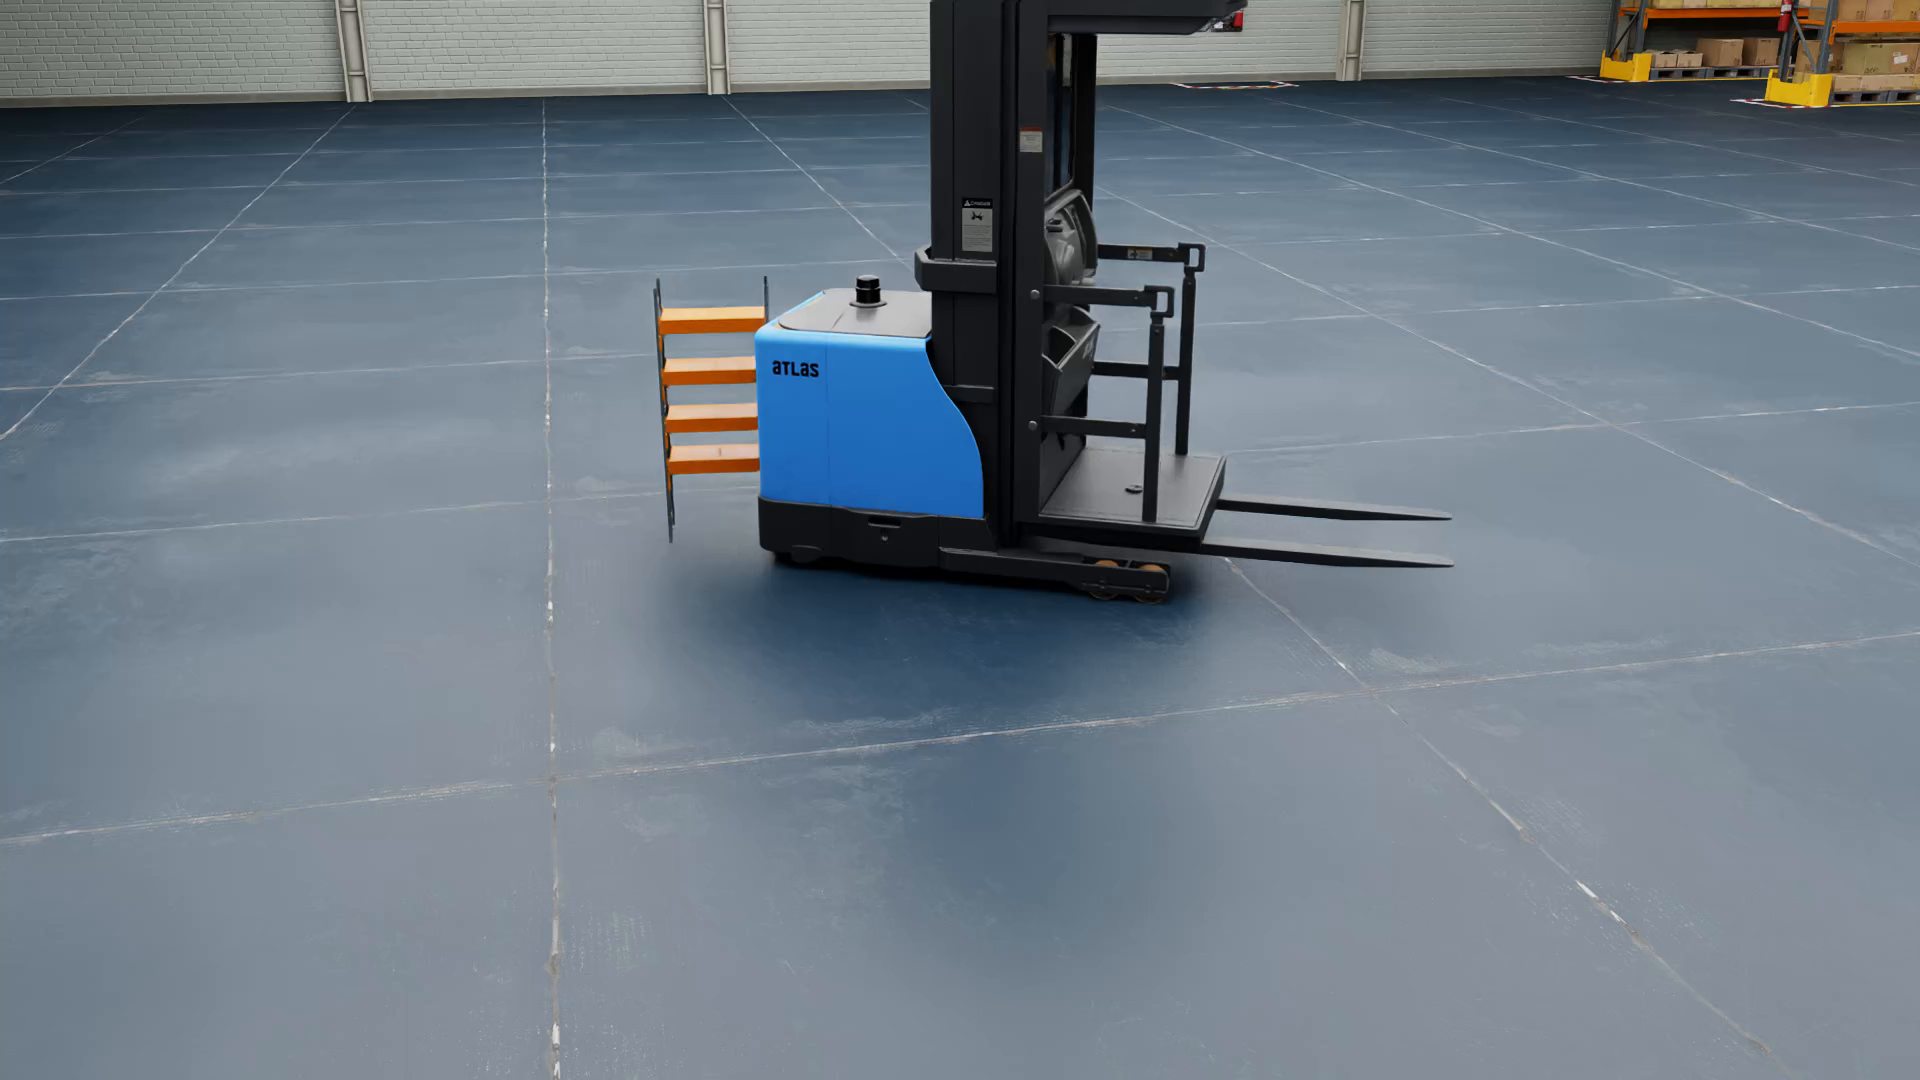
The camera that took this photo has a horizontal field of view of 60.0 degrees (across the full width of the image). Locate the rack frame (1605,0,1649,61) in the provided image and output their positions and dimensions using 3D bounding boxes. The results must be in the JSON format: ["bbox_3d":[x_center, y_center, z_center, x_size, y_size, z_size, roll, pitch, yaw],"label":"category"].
[{"bbox_3d":[12.788,-10.346,31.697,0.127,3.000,1.000,-5,21,-12],"label":"rack frame"}]

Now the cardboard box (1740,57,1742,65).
[{"bbox_3d":[15.119,-9.411,32.649,0.250,0.149,0.380,-6,21,-17],"label":"cardboard box"}]

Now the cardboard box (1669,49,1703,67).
[{"bbox_3d":[14.037,-9.360,32.275,0.500,0.311,0.500,-3,20,-8],"label":"cardboard box"}]

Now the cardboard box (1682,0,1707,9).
[{"bbox_3d":[13.838,-10.263,31.660,0.500,0.250,0.500,-5,21,-14],"label":"cardboard box"}]

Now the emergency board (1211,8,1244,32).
[{"bbox_3d":[5.017,-10.033,30.844,0.643,1.169,0.194,-5,21,-12],"label":"emergency board"}]

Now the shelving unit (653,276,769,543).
[{"bbox_3d":[-1.124,-0.602,7.714,0.503,1.200,0.258,-2,20,-6],"label":"shelving unit"}]

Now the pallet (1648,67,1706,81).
[{"bbox_3d":[13.661,-9.095,32.337,1.213,0.211,1.003,-5,21,-12],"label":"pallet"}]

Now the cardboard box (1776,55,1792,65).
[{"bbox_3d":[16.167,-9.486,32.830,0.250,0.166,0.380,-7,21,-20],"label":"cardboard box"}]

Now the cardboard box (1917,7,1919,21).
[{"bbox_3d":[15.895,-8.891,27.581,0.500,0.500,0.700,-4,21,-11],"label":"cardboard box"}]

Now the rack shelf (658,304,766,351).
[{"bbox_3d":[-1.124,-0.971,7.579,0.480,0.148,0.258,-2,20,-6],"label":"rack shelf"}]

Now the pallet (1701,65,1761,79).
[{"bbox_3d":[14.845,-9.191,32.597,1.213,0.211,1.003,-5,21,-12],"label":"pallet"}]

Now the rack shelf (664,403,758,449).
[{"bbox_3d":[-1.124,-0.539,7.737,0.480,0.148,0.258,-2,20,-6],"label":"rack shelf"}]

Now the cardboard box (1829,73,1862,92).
[{"bbox_3d":[14.504,-7.562,27.485,0.500,0.250,0.500,-5,21,-12],"label":"cardboard box"}]

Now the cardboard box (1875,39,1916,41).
[{"bbox_3d":[15.841,-8.212,28.167,0.500,0.500,0.500,-5,21,-12],"label":"cardboard box"}]

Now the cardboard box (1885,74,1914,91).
[{"bbox_3d":[15.477,-7.642,27.704,0.500,0.250,0.500,-5,21,-12],"label":"cardboard box"}]

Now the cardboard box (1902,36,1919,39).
[{"bbox_3d":[18.879,-9.887,33.439,0.500,0.500,0.700,-5,21,-13],"label":"cardboard box"}]

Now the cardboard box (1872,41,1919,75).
[{"bbox_3d":[15.474,-7.998,27.585,0.500,0.500,0.500,-5,21,-12],"label":"cardboard box"}]

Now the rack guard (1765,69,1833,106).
[{"bbox_3d":[13.908,-7.513,27.596,0.348,0.500,1.175,-5,21,-12],"label":"rack guard"}]

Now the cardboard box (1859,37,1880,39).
[{"bbox_3d":[17.884,-9.817,33.248,0.500,0.500,0.700,-5,21,-14],"label":"cardboard box"}]

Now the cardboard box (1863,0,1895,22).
[{"bbox_3d":[14.899,-8.811,27.361,0.500,0.500,0.700,-4,21,-11],"label":"cardboard box"}]

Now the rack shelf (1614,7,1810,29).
[{"bbox_3d":[14.734,-10.167,32.253,4.000,0.370,1.077,-5,21,-12],"label":"rack shelf"}]

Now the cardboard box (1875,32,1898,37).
[{"bbox_3d":[18.326,-10.190,33.175,0.500,0.250,0.500,-5,21,-14],"label":"cardboard box"}]

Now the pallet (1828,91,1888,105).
[{"bbox_3d":[14.666,-7.453,27.855,1.213,0.211,1.003,-5,21,-12],"label":"pallet"}]

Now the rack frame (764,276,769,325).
[{"bbox_3d":[-0.881,-0.612,7.740,0.015,1.200,0.240,-2,20,-6],"label":"rack frame"}]

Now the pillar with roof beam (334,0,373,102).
[{"bbox_3d":[-9.095,-10.167,22.488,0.400,9.000,9.100,-5,21,-12],"label":"pillar with roof beam"}]

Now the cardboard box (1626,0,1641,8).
[{"bbox_3d":[13.198,-10.387,31.998,0.500,0.250,0.500,-4,21,-12],"label":"cardboard box"}]

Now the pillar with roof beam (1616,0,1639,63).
[{"bbox_3d":[14.261,-12.067,27.673,0.400,9.000,9.100,-5,21,-12],"label":"pillar with roof beam"}]

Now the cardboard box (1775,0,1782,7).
[{"bbox_3d":[15.803,-10.426,32.105,0.500,0.250,0.500,-5,21,-12],"label":"cardboard box"}]

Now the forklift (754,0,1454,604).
[{"bbox_3d":[0.666,-1.305,7.117,3.031,2.935,1.130,5,21,14],"label":"forklift"}]

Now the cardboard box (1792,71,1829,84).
[{"bbox_3d":[14.385,-7.736,27.958,0.500,0.250,0.500,-5,21,-12],"label":"cardboard box"}]

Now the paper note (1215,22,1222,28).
[{"bbox_3d":[4.829,-9.629,31.020,0.142,0.148,0.016,-5,21,-12],"label":"paper note"}]

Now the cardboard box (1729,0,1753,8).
[{"bbox_3d":[14.827,-10.341,31.872,0.500,0.250,0.500,-4,21,-12],"label":"cardboard box"}]

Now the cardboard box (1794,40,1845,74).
[{"bbox_3d":[14.385,-8.088,27.831,0.500,0.500,0.500,-5,21,-12],"label":"cardboard box"}]
